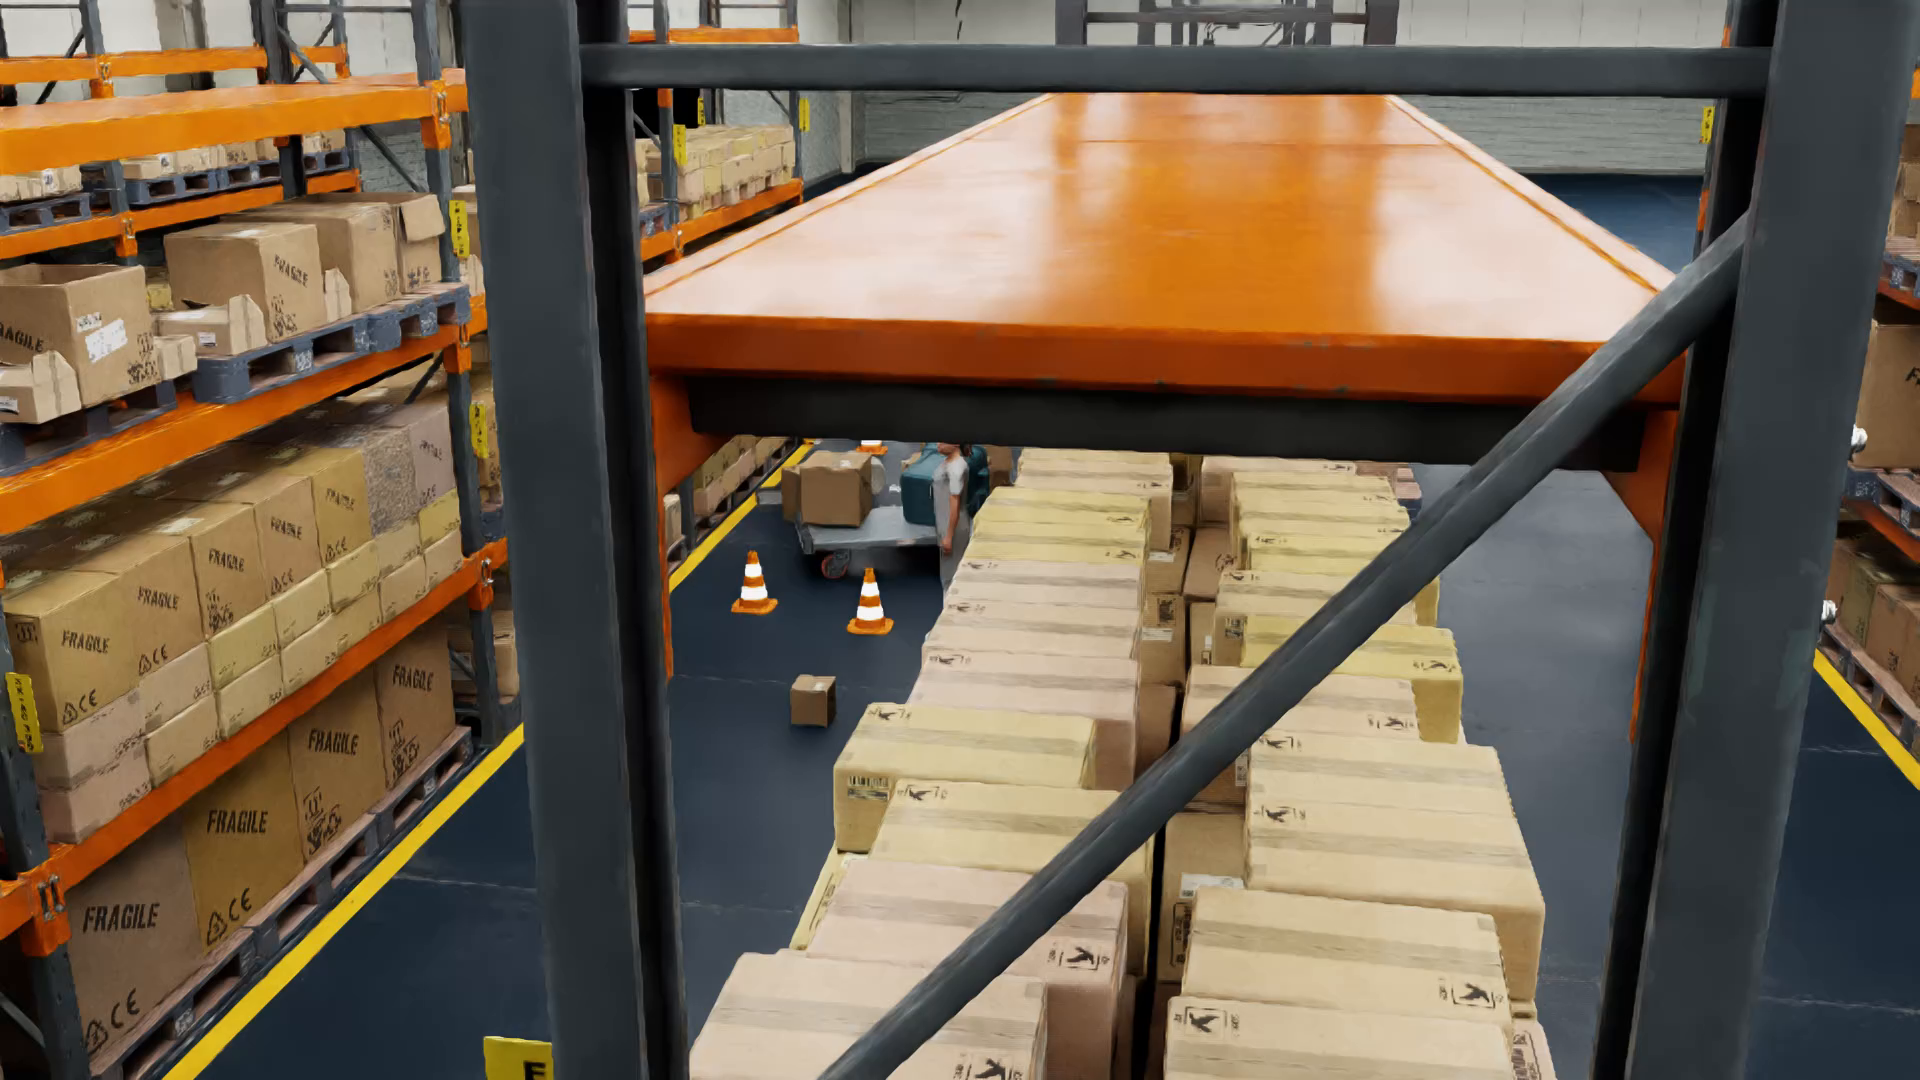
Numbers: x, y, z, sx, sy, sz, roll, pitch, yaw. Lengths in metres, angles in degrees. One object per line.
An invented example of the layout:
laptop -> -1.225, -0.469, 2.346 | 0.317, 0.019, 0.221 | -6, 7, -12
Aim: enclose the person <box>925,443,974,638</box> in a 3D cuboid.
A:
person -> -0.074, -0.065, 12.179 | 0.369, 1.680, 0.527 | 0, 18, 1
